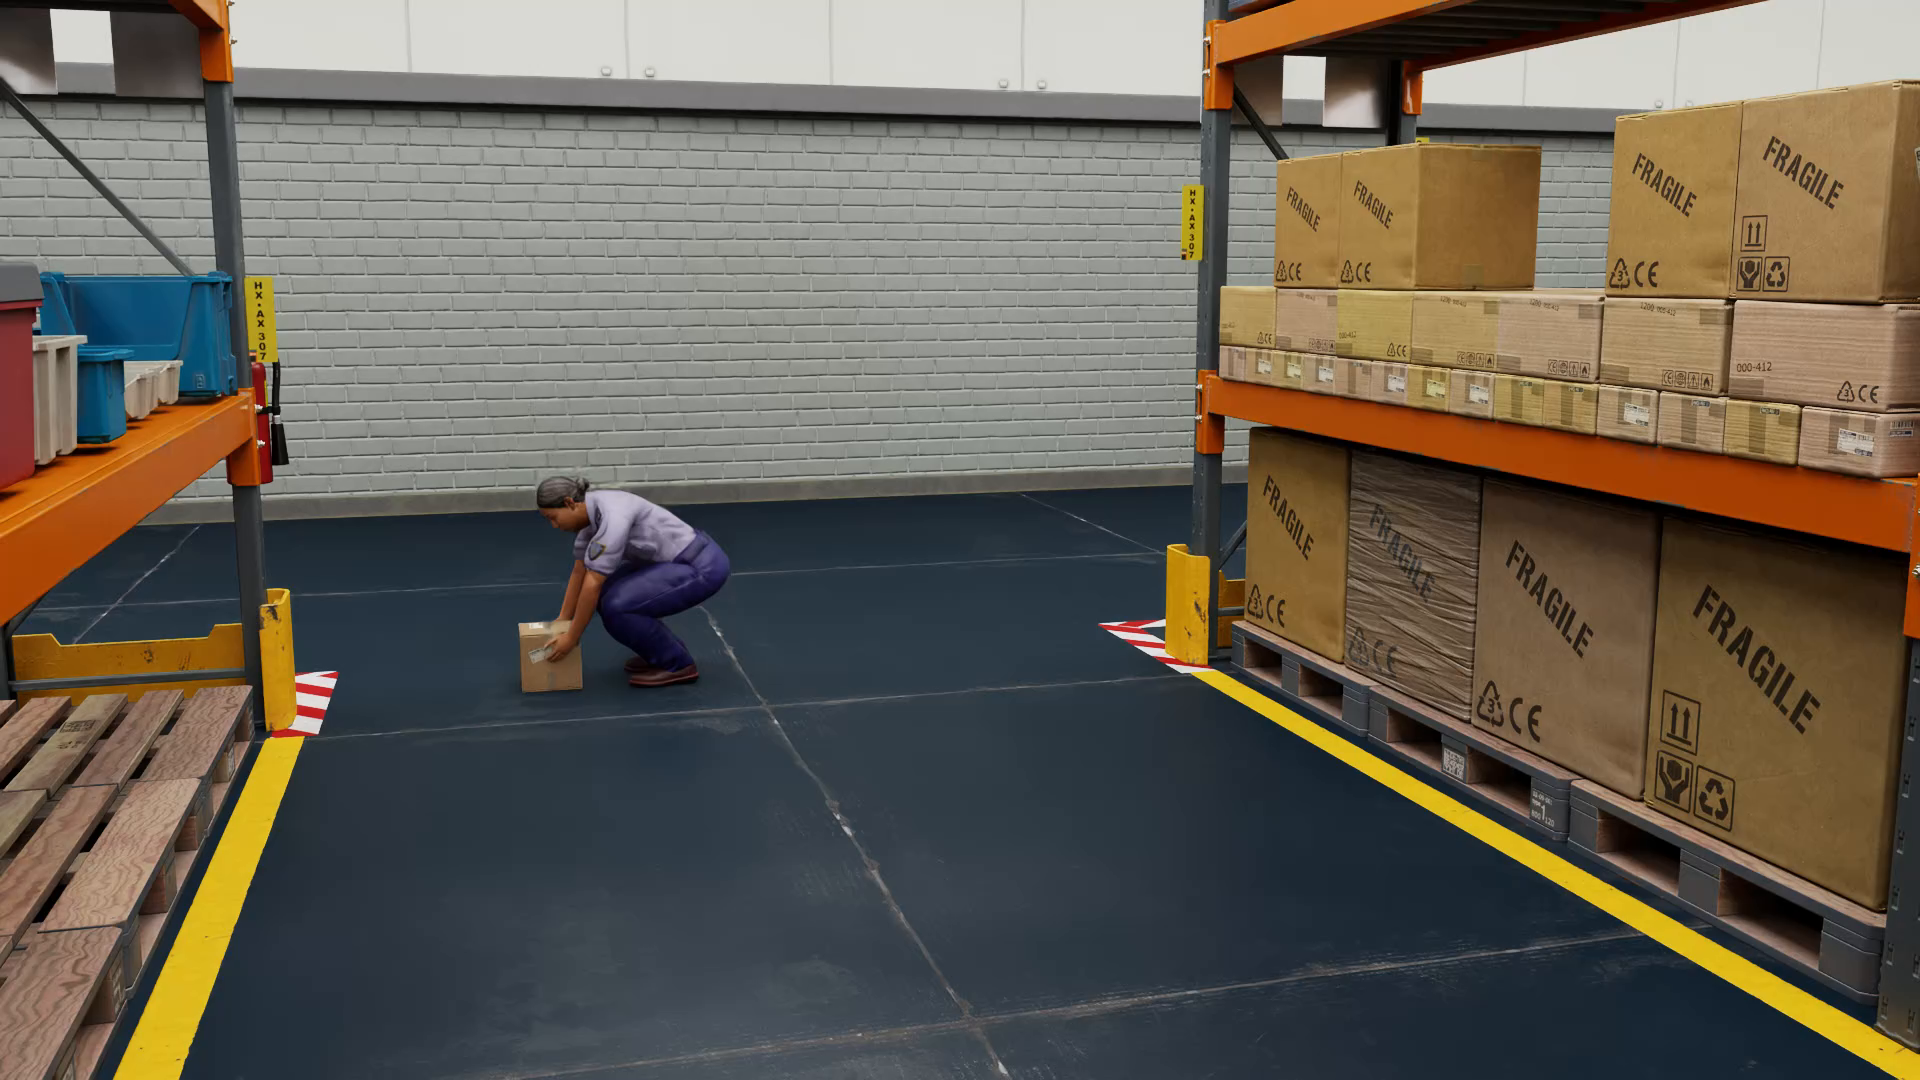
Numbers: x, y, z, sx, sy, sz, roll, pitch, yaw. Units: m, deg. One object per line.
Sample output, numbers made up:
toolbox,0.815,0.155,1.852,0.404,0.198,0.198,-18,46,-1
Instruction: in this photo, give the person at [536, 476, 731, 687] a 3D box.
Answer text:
person,-1.415,0.162,7.213,0.825,0.917,0.526,-3,10,-16
